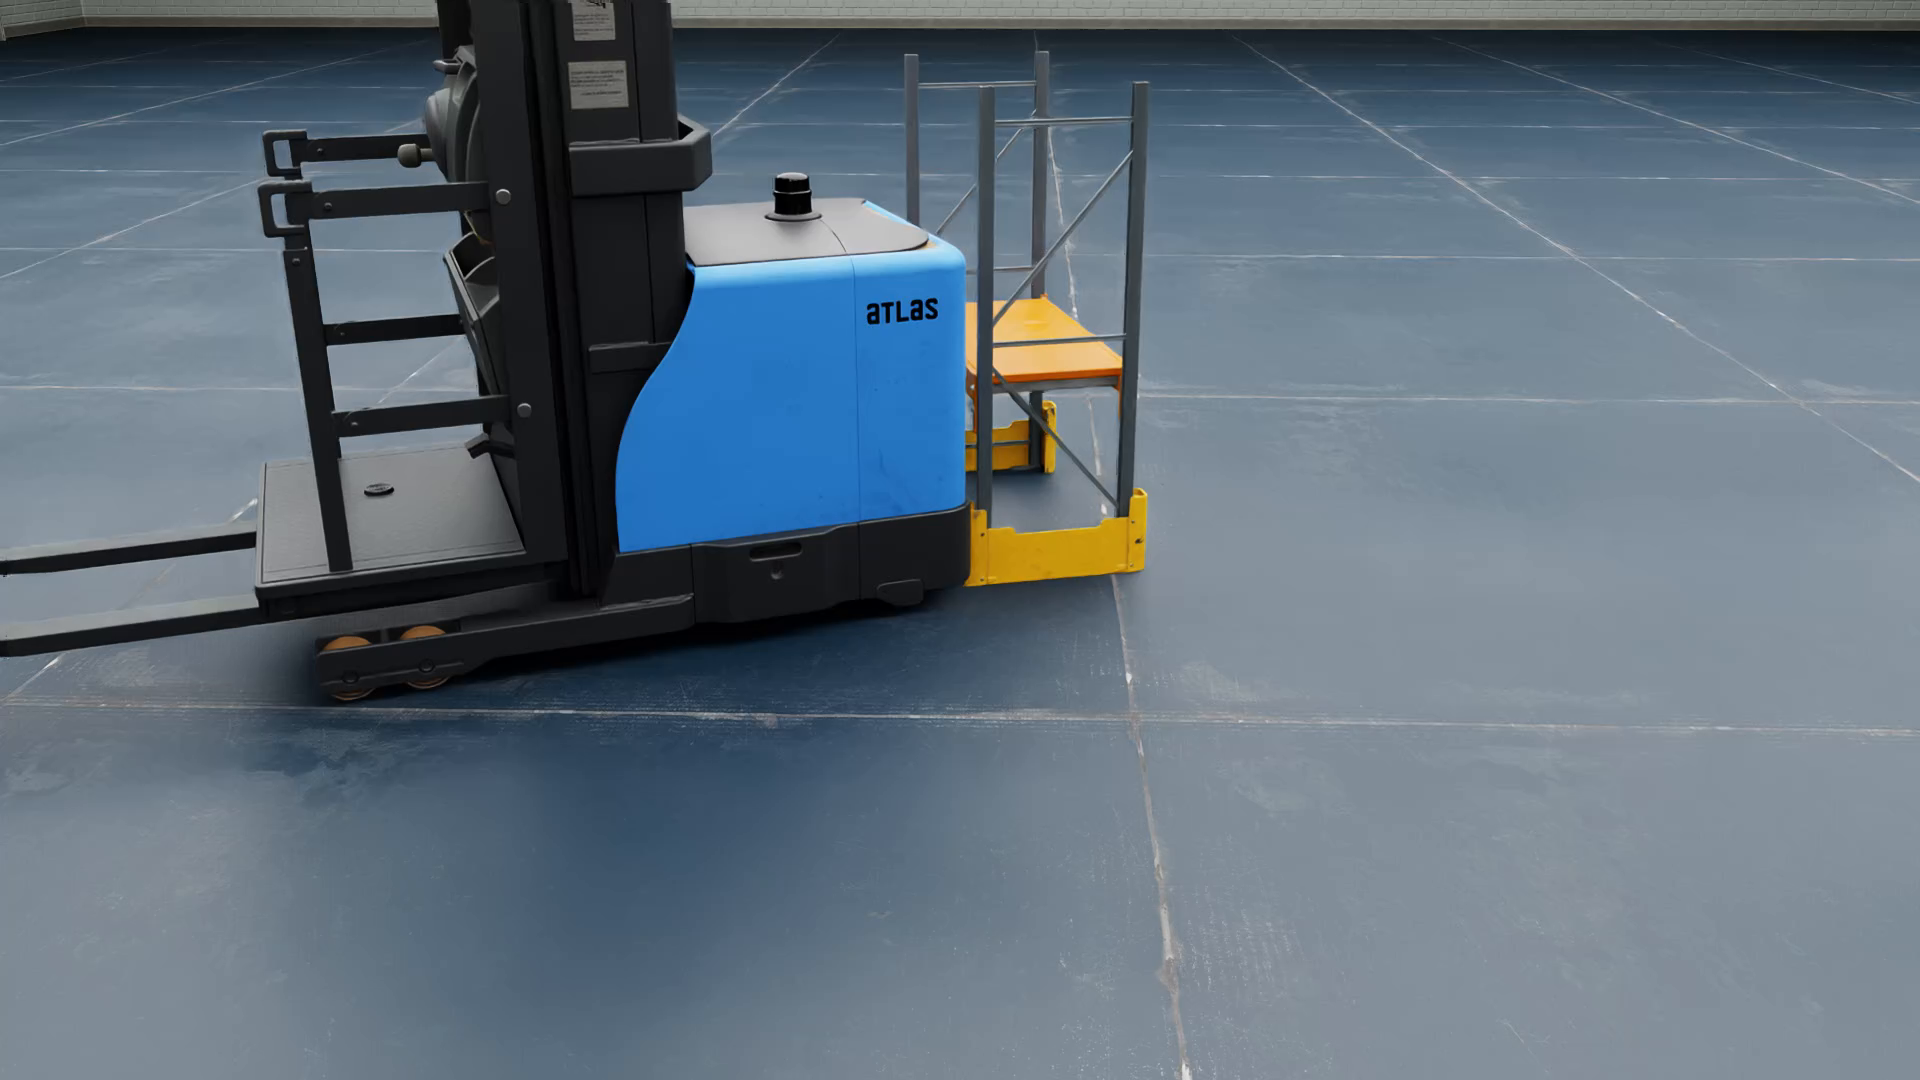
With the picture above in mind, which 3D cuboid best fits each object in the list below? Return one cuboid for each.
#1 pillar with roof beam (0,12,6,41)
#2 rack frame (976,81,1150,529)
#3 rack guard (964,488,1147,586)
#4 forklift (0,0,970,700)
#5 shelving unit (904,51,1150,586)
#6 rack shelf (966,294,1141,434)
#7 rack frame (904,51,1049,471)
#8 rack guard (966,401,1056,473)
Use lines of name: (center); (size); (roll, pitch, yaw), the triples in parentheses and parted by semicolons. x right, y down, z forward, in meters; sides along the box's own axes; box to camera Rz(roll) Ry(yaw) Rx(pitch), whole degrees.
pillar with roof beam: (-9.910, -11.442, 22.577); (9.100, 9.000, 0.400); (1, 21, 2)
rack frame: (0.296, -0.593, 4.984); (0.500, 1.500, 0.032); (-5, 22, -13)
rack guard: (0.296, -0.011, 5.211); (0.587, 0.250, 0.087); (-5, 22, -13)
forklift: (-1.540, -1.155, 4.455); (3.031, 2.935, 1.130); (-8, 23, -19)
shelving unit: (0.179, -0.769, 5.437); (0.587, 1.500, 1.083); (-5, 22, -13)
rack shelf: (0.177, -0.604, 5.510); (0.538, 0.185, 1.000); (-5, 22, -13)
rack frame: (0.058, -0.951, 5.906); (0.500, 1.500, 0.032); (-5, 22, -13)
rack guard: (0.063, -0.361, 6.114); (0.587, 0.250, 0.087); (-5, 22, -13)
